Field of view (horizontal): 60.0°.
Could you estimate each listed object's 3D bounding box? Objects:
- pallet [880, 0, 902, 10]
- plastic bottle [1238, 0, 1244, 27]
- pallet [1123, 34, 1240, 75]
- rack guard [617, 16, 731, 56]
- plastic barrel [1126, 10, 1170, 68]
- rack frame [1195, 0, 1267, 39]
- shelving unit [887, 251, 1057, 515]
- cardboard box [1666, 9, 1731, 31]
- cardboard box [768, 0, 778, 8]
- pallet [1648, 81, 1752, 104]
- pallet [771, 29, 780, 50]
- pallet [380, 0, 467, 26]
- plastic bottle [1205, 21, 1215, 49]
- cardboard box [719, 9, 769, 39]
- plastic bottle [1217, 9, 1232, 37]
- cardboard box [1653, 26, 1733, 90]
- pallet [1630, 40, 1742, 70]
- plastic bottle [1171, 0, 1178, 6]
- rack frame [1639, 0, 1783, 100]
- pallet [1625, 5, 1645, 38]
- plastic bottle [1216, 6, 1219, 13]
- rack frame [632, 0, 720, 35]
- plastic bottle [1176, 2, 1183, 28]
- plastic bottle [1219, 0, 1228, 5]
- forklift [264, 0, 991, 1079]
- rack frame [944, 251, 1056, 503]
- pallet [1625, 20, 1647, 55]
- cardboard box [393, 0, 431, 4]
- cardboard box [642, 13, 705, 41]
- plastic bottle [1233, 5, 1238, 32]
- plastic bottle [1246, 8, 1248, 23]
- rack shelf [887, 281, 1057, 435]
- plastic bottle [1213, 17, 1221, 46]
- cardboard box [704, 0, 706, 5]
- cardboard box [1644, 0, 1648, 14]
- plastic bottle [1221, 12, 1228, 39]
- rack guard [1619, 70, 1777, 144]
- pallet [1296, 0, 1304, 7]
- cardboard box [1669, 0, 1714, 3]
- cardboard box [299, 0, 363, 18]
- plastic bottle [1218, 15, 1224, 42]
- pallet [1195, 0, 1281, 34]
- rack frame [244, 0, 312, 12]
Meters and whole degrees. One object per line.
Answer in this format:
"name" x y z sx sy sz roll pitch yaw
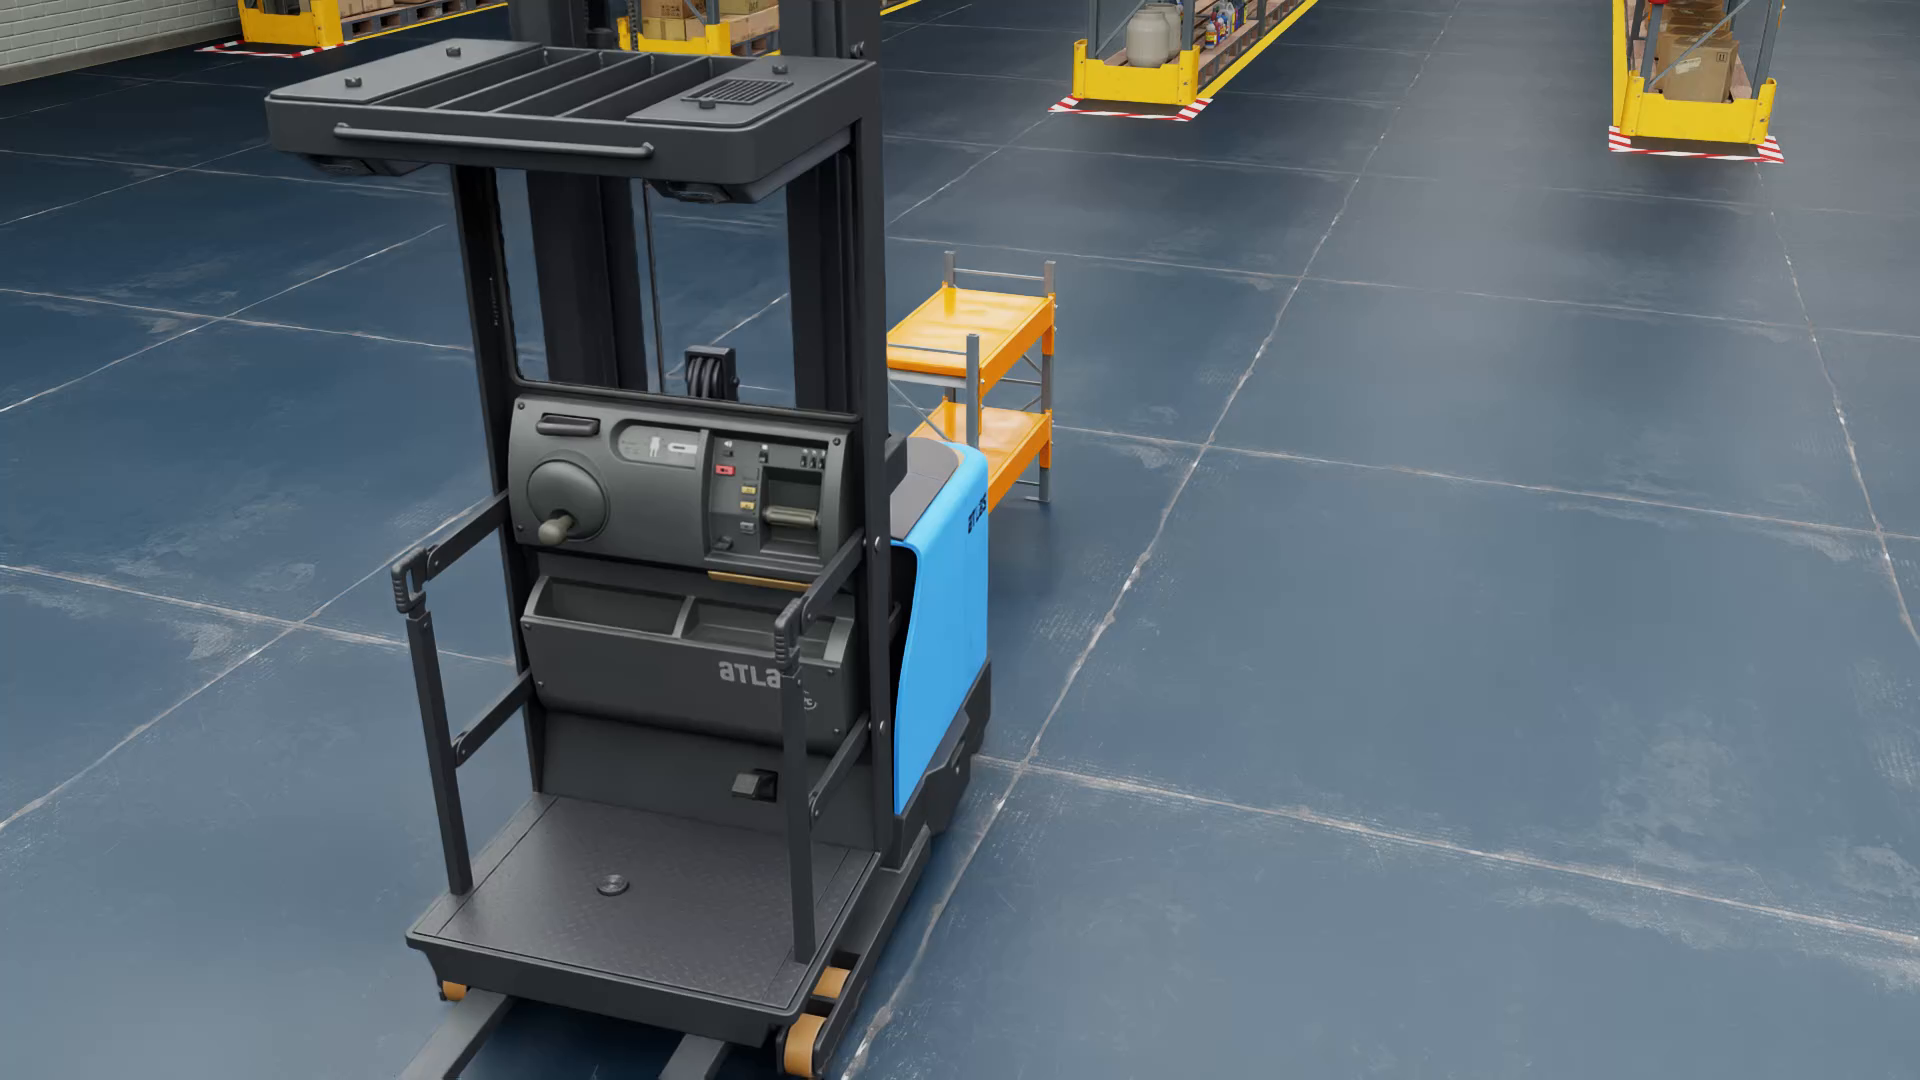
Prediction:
"pallet" -1.428 -6.995 21.455 1.003 0.211 1.213 9 27 17
"plastic bottle" 3.091 -5.921 18.572 0.144 0.351 0.185 8 27 16
"pallet" 2.366 -5.194 17.735 1.003 0.211 1.213 9 27 17
"rack guard" -2.976 -5.163 17.340 1.175 0.500 0.348 9 27 17
"plastic barrel" 1.849 -4.929 16.361 0.421 0.512 0.421 0 26 0
"rack frame" 3.033 -7.222 18.723 1.000 3.000 0.127 9 27 17
"shelving unit" 0.002 -0.509 7.011 0.538 1.125 1.048 9 27 17
"cardboard box" 7.217 -4.906 16.327 0.500 0.500 0.500 6 27 13
"cardboard box" -2.261 -6.188 18.401 0.500 0.500 0.500 9 27 17
"pallet" 6.702 -3.965 15.196 1.003 0.211 1.213 9 27 17
"pallet" -2.345 -5.863 19.116 1.003 0.211 1.213 9 27 17
"pallet" -6.904 -6.619 20.679 1.003 0.211 1.213 9 27 17
"plastic bottle" 2.599 -5.248 17.273 0.097 0.271 0.097 0 26 0
"cardboard box" -2.417 -5.643 18.137 0.500 0.250 0.500 9 27 17
"plastic bottle" 2.861 -5.610 18.014 0.152 0.276 0.135 9 27 18
"cardboard box" 6.763 -4.428 15.341 0.500 0.500 0.500 17 30 31
"pallet" 7.514 -4.967 17.267 1.003 0.211 1.213 9 27 17
"plastic bottle" 2.373 -5.956 18.644 0.144 0.351 0.185 10 27 19
"rack frame" 6.373 -4.860 13.845 1.000 3.000 0.127 9 27 17
"pallet" 8.366 -6.072 19.548 1.003 0.211 1.213 9 27 17
"plastic bottle" 2.814 -5.683 18.158 0.061 0.283 0.133 9 27 17
"rack frame" -2.968 -6.298 16.815 1.000 3.000 0.127 9 27 17
"plastic bottle" 2.439 -5.843 18.502 0.097 0.271 0.097 0 26 0
"plastic bottle" 2.955 -5.942 18.615 0.144 0.351 0.185 9 27 17
"forklift" -0.794 -0.105 4.104 1.130 2.935 3.031 7 27 15
"rack frame" 0.171 -0.718 7.442 0.500 1.125 0.032 9 27 17
"pallet" 7.961 -5.569 18.509 1.003 0.211 1.213 9 27 17
"cardboard box" -6.844 -6.887 20.396 0.700 0.500 0.500 7 27 14
"cardboard box" -3.068 -5.512 17.867 0.500 0.250 0.500 9 27 17
"plastic bottle" 3.012 -5.739 18.273 0.061 0.283 0.133 11 28 21
"plastic bottle" 3.206 -5.966 18.836 0.097 0.201 0.097 0 26 0
"rack shelf" 0.002 -0.772 6.883 0.538 0.278 1.000 9 27 17
"plastic bottle" 2.692 -5.344 17.457 0.061 0.283 0.133 9 27 18
"cardboard box" -2.751 -6.263 18.557 0.500 0.500 0.500 9 27 17
"cardboard box" 8.291 -6.249 19.078 0.700 0.500 0.500 6 27 13
"plastic bottle" 2.814 -5.513 17.820 0.097 0.271 0.097 0 26 0
"rack guard" 6.398 -3.766 14.454 1.175 0.500 0.348 9 27 17
"pallet" 4.070 -7.298 22.080 1.003 0.211 1.213 9 27 17
"cardboard box" 7.533 -5.409 17.366 0.500 0.500 0.500 8 27 16
"cardboard box" -7.325 -6.274 19.346 0.500 0.311 0.500 6 26 12
"plastic bottle" 2.747 -5.430 17.648 0.097 0.271 0.097 0 26 0
"pallet" 3.258 -6.295 20.009 1.003 0.211 1.213 9 27 17
"rack frame" -7.640 -7.015 18.296 1.000 3.000 0.127 9 27 17
